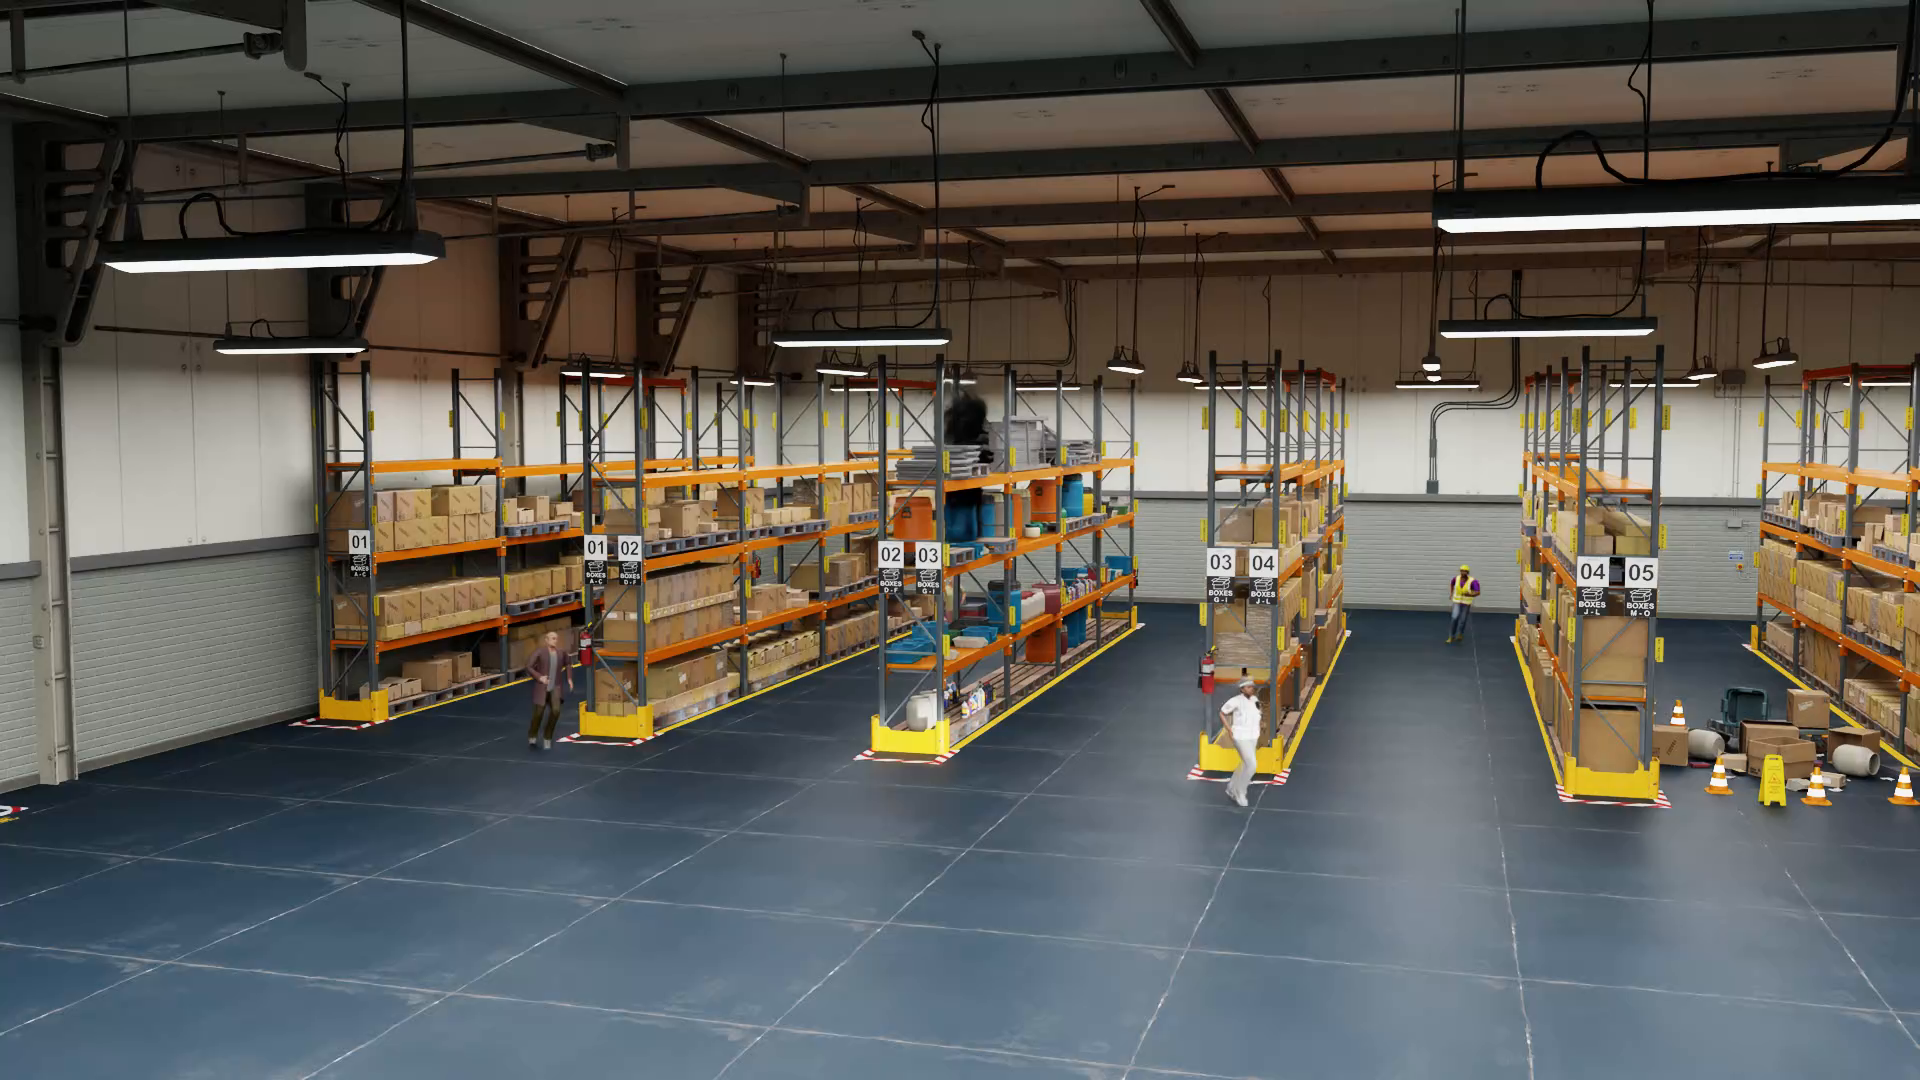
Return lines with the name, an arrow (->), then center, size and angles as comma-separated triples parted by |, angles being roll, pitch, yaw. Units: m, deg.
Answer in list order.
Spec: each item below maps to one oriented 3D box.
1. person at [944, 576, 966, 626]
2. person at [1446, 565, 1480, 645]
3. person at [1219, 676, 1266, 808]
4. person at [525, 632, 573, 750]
person -> -0.165, 1.572, 36.537 | 0.538, 1.699, 0.712 | 1, 4, 8
person -> 11.360, 1.448, 37.449 | 0.707, 1.795, 0.741 | 2, 5, 25
person -> 3.724, 2.613, 21.701 | 0.550, 1.723, 0.703 | -3, 5, -33
person -> -6.303, 2.311, 25.552 | 0.778, 1.805, 0.688 | -2, 5, -30
